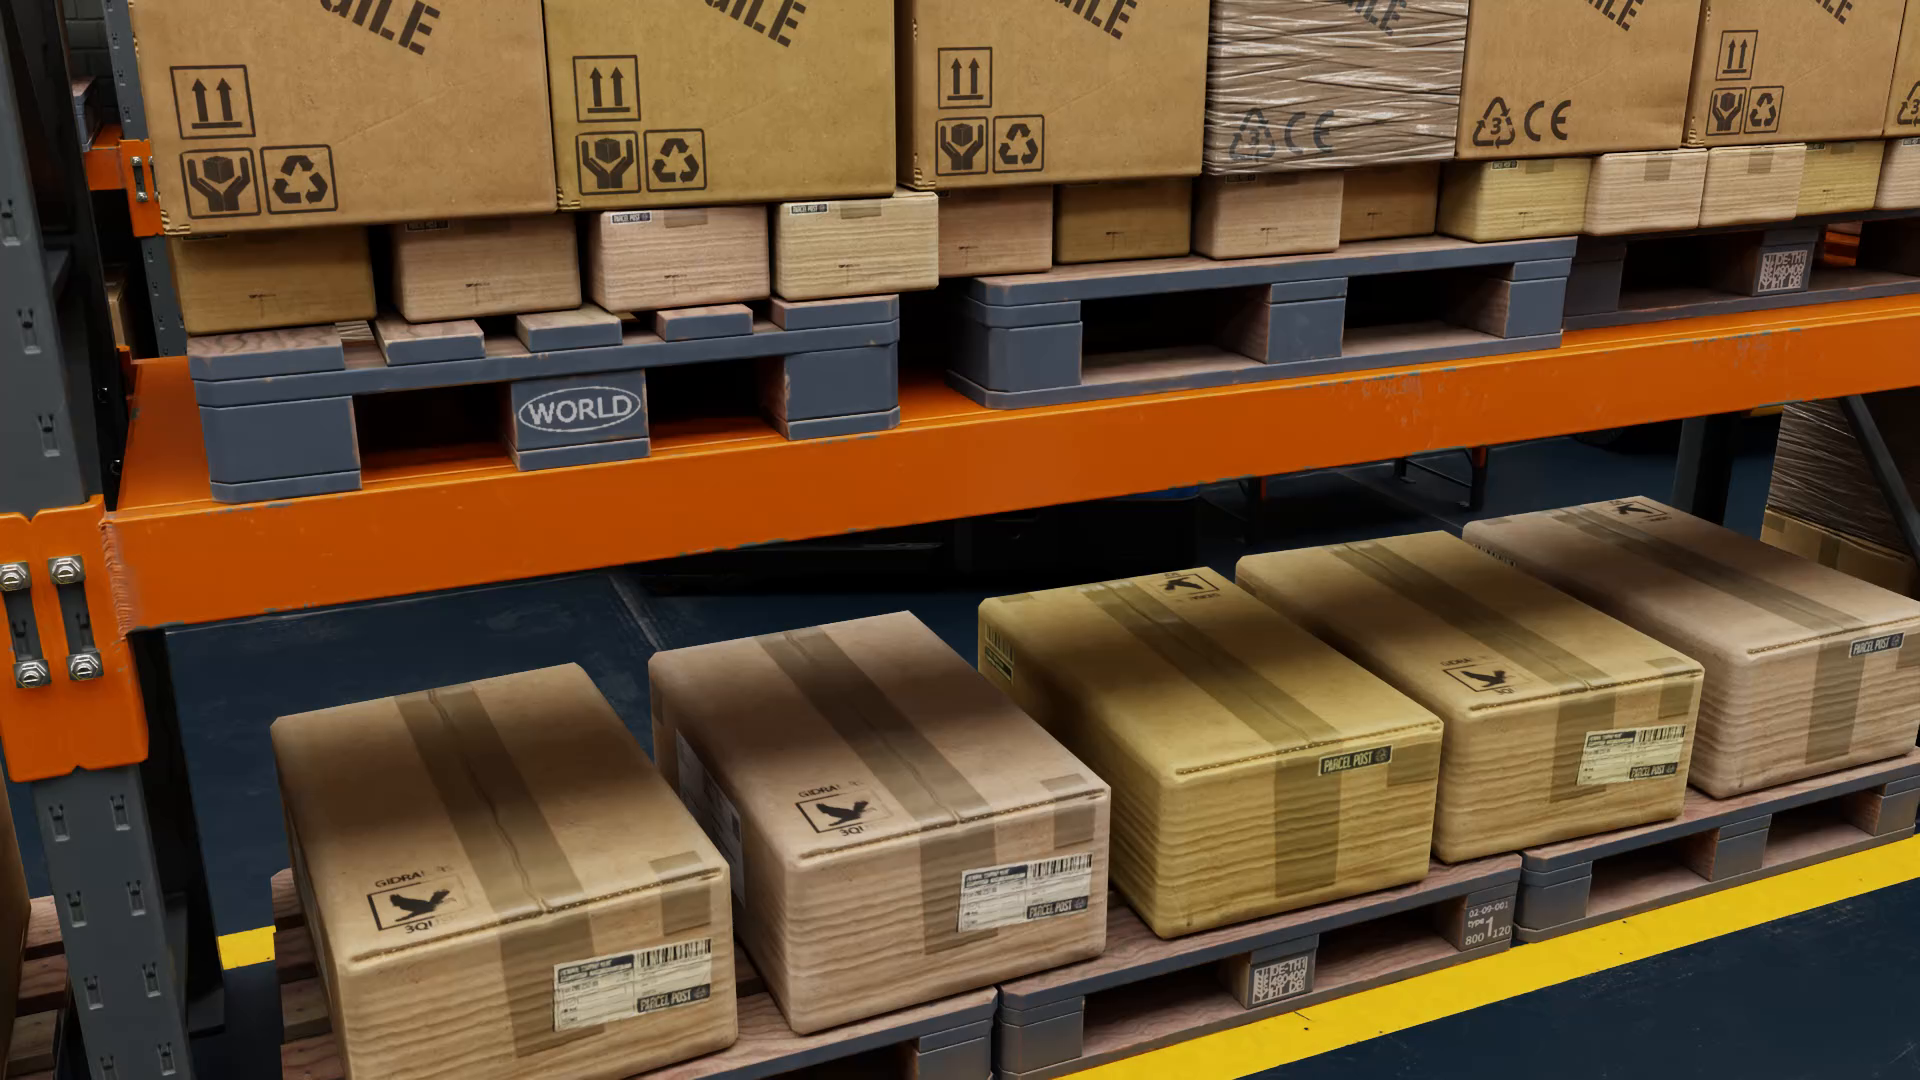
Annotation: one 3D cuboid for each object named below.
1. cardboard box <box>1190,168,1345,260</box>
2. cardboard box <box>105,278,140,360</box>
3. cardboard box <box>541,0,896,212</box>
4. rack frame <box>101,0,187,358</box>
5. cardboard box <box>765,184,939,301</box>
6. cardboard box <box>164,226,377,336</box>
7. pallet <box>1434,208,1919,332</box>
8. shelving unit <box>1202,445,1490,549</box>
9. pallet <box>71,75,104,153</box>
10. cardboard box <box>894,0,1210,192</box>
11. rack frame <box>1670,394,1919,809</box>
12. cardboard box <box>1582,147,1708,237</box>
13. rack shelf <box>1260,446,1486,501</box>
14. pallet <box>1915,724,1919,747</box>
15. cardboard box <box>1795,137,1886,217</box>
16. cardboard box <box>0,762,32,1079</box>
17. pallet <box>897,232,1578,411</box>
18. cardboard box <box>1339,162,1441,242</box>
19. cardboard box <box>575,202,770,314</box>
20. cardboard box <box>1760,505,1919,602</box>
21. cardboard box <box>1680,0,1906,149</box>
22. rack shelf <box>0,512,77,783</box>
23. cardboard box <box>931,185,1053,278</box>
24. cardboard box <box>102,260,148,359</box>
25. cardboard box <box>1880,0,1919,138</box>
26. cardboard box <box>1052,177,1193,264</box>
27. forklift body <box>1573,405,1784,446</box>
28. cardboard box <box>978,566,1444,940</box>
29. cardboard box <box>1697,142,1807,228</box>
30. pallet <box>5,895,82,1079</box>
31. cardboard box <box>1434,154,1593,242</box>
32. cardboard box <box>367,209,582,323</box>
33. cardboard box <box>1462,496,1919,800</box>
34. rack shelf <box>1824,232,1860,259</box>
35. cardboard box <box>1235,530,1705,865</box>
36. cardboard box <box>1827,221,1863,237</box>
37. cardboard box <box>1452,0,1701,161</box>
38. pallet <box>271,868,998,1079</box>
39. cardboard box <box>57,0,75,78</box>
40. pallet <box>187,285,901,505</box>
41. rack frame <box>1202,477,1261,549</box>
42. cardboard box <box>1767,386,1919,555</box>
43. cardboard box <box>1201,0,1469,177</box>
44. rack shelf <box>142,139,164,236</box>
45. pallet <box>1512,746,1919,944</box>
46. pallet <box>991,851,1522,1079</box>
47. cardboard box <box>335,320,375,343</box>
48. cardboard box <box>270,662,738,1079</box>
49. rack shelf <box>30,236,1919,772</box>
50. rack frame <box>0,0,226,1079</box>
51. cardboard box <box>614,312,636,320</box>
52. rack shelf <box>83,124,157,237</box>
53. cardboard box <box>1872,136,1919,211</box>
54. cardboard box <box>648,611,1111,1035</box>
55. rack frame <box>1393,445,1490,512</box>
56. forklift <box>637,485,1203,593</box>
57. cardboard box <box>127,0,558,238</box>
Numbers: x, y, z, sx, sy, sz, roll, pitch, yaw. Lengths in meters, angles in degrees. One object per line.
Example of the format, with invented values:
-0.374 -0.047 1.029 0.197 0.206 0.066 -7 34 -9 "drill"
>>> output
0.480 -0.618 3.008 0.250 0.149 0.380 -7 21 -20 "cardboard box"
-3.668 -0.766 6.812 0.500 0.500 0.500 -8 21 -20 "cardboard box"
-0.415 -0.800 2.546 0.500 0.500 0.500 -7 21 -19 "cardboard box"
-3.365 -1.868 6.811 0.127 3.000 1.000 -8 21 -22 "rack frame"
-0.220 -0.499 2.670 0.250 0.149 0.380 -8 21 -22 "cardboard box"
-1.023 -0.421 2.446 0.250 0.149 0.380 -9 22 -25 "cardboard box"
1.518 -0.734 3.880 1.213 0.211 1.003 -8 21 -22 "pallet"
1.412 -0.646 6.162 1.048 1.125 0.538 -9 21 -23 "shelving unit"
-3.959 -1.667 6.529 1.003 0.211 1.213 -8 21 -22 "pallet"
0.070 -0.872 2.750 0.500 0.500 0.500 -8 21 -21 "cardboard box"
2.278 -0.881 4.008 0.127 3.000 1.000 -8 21 -22 "rack frame"
1.210 -0.700 3.240 0.250 0.149 0.380 -8 21 -21 "cardboard box"
1.412 -0.415 6.243 1.000 0.278 0.538 -9 21 -23 "rack shelf"
2.880 0.335 4.753 1.213 0.211 1.003 -8 21 -22 "pallet"
1.665 -0.779 3.465 0.250 0.149 0.380 -9 21 -24 "cardboard box"
-2.062 0.515 2.610 0.875 0.875 0.875 -8 21 -22 "cardboard box"
0.406 -0.537 3.320 1.213 0.211 1.003 -8 21 -22 "pallet"
0.690 -0.676 3.170 0.250 0.149 0.380 -9 21 -24 "cardboard box"
-0.481 -0.469 2.585 0.250 0.149 0.380 -10 22 -25 "cardboard box"
2.714 0.058 4.849 0.500 0.250 0.500 -7 21 -19 "cardboard box"
1.490 -1.070 3.314 0.500 0.500 0.500 -8 21 -22 "cardboard box"
-3.232 0.248 1.886 4.000 0.370 1.077 -8 21 -22 "rack shelf"
-0.030 -0.555 2.827 0.250 0.149 0.380 -7 21 -19 "cardboard box"
-3.863 -0.917 7.242 0.500 0.500 0.500 -7 21 -20 "cardboard box"
1.944 -1.136 3.501 0.500 0.500 0.500 -9 21 -23 "cardboard box"
0.214 -0.604 2.967 0.250 0.149 0.380 -7 21 -20 "cardboard box"
2.962 -1.714 7.652 1.214 2.155 2.313 -8 21 -22 "forklift body"
0.501 0.418 3.644 0.625 0.372 0.950 -7 21 -20 "cardboard box"
1.443 -0.735 3.338 0.250 0.149 0.380 -9 21 -23 "cardboard box"
-2.149 1.041 2.747 1.213 0.211 1.003 -8 21 -22 "pallet"
0.972 -0.679 3.180 0.250 0.149 0.380 -8 21 -22 "cardboard box"
-0.750 -0.447 2.522 0.250 0.149 0.380 -10 22 -25 "cardboard box"
1.797 0.230 4.176 0.625 0.372 0.950 -8 21 -21 "cardboard box"
4.114 -0.805 4.875 4.000 0.370 1.077 -8 21 -22 "rack shelf"
1.138 0.326 3.905 0.625 0.372 0.950 -7 21 -19 "cardboard box"
2.452 -0.898 4.434 0.250 0.149 0.380 -8 21 -22 "cardboard box"
1.013 -1.004 3.127 0.500 0.500 0.500 -7 21 -20 "cardboard box"
-0.677 0.858 3.267 1.213 0.211 1.003 -8 21 -22 "pallet"
-3.899 -2.093 6.668 0.500 0.500 0.500 -7 21 -19 "cardboard box"
-0.783 -0.391 2.904 1.003 0.211 1.213 -8 21 -22 "pallet"
0.949 -0.576 5.964 0.032 1.125 0.500 -9 21 -23 "rack frame"
2.715 -0.296 4.724 0.500 0.500 0.500 -8 21 -23 "cardboard box"
0.533 -0.935 2.930 0.500 0.500 0.500 -9 21 -24 "cardboard box"
-1.528 -1.792 7.678 4.000 0.370 1.077 -8 21 -22 "rack shelf"
1.563 0.537 4.179 1.213 0.211 1.003 -8 21 -22 "pallet"
0.442 0.699 3.719 1.213 0.211 1.003 -8 21 -22 "pallet"
-2.787 -1.024 7.357 0.625 0.625 0.875 -7 21 -20 "cardboard box"
-0.872 0.615 3.083 0.625 0.372 0.950 -10 22 -26 "cardboard box"
0.441 -0.279 3.380 4.000 0.370 1.077 -8 21 -22 "rack shelf"
-1.395 -0.355 2.513 0.127 3.000 1.000 -8 21 -22 "rack frame"
-1.572 -1.201 7.860 0.625 0.625 0.875 -9 21 -24 "cardboard box"
-5.201 -1.266 6.183 4.000 0.370 1.077 -8 21 -22 "rack shelf"
1.915 -0.809 3.549 0.250 0.149 0.380 -8 21 -21 "cardboard box"
-0.198 0.516 3.365 0.625 0.372 0.950 -9 21 -23 "cardboard box"
1.876 -0.716 6.360 0.032 1.125 0.500 -9 21 -23 "rack frame"
-0.714 -1.385 5.541 3.031 2.935 1.130 0 19 -1 "forklift"
-0.890 -0.729 2.345 0.500 0.500 0.500 -9 21 -23 "cardboard box"
